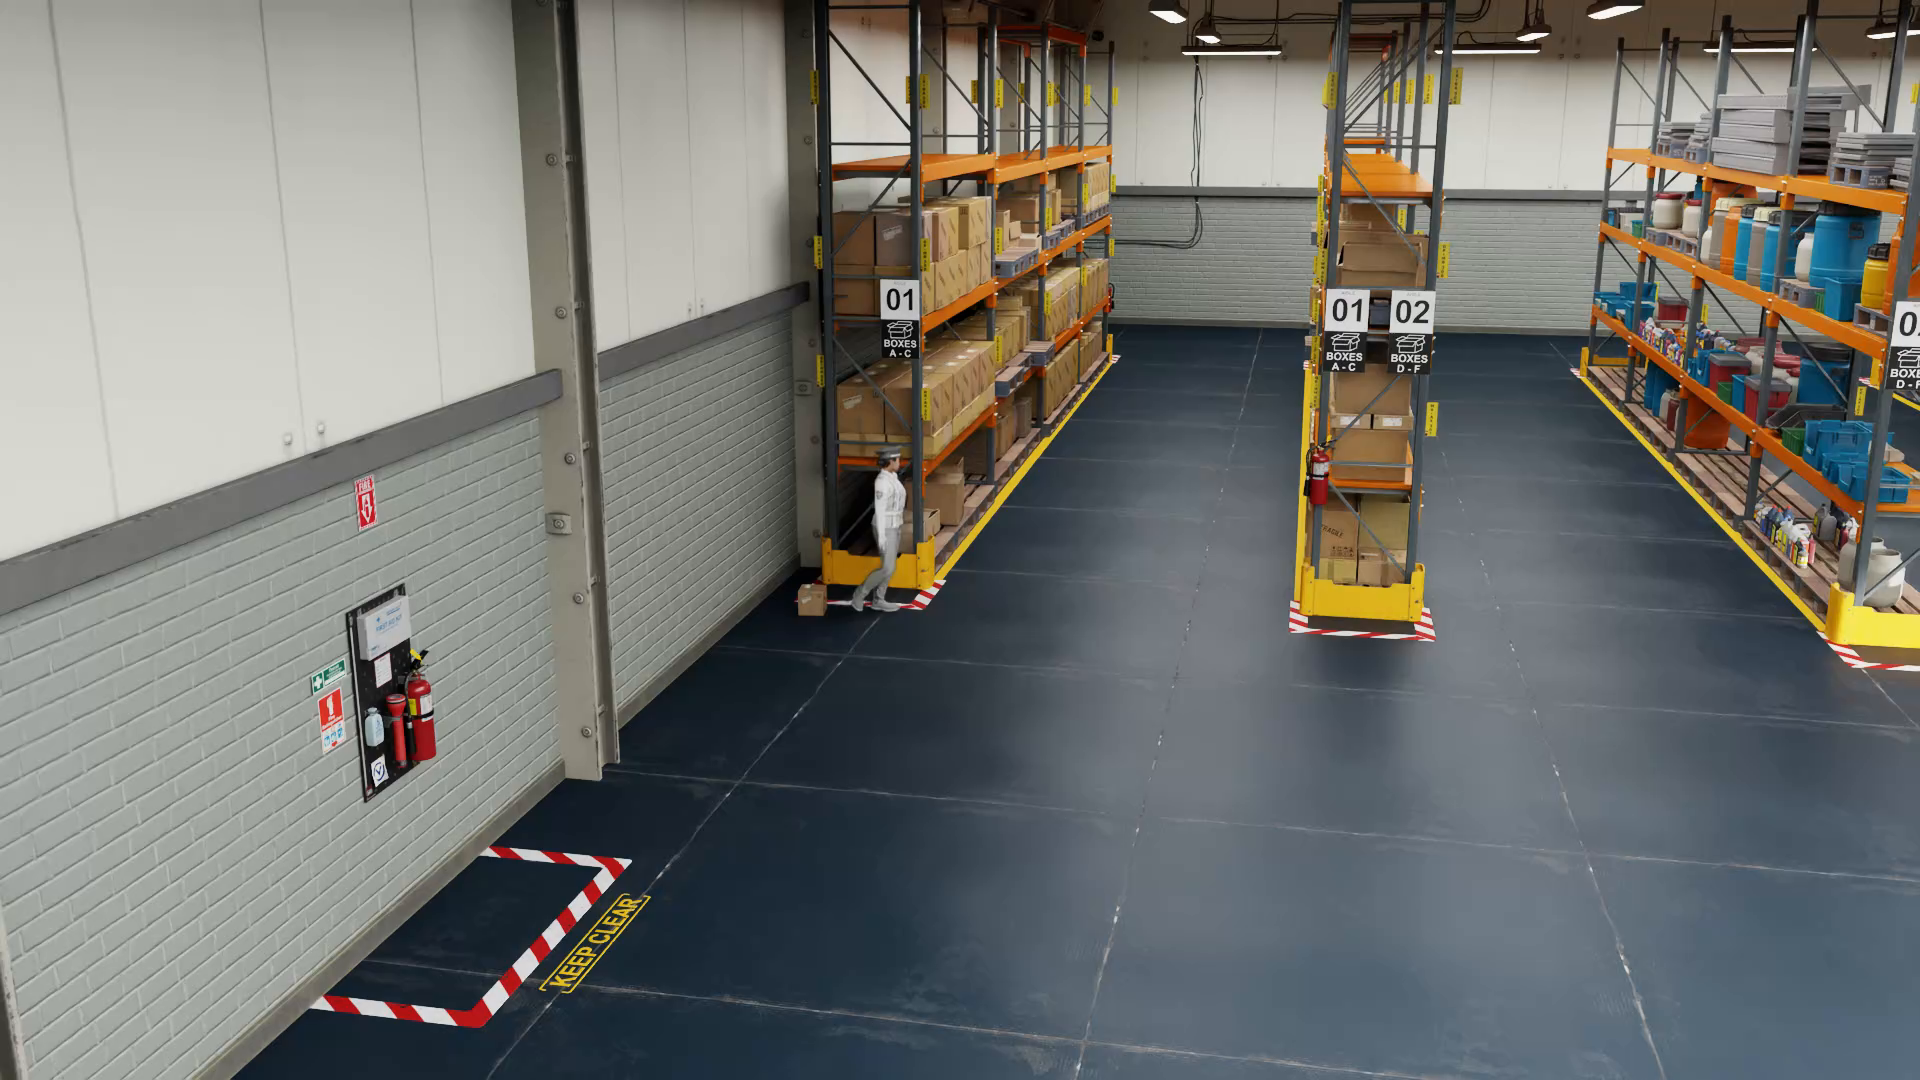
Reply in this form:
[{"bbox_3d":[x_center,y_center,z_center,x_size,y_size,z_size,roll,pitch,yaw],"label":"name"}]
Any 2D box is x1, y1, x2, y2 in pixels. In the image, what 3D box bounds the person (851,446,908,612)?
[{"bbox_3d":[-0.796,-0.081,16.291,0.488,1.656,0.652,3,15,12],"label":"person"}]
